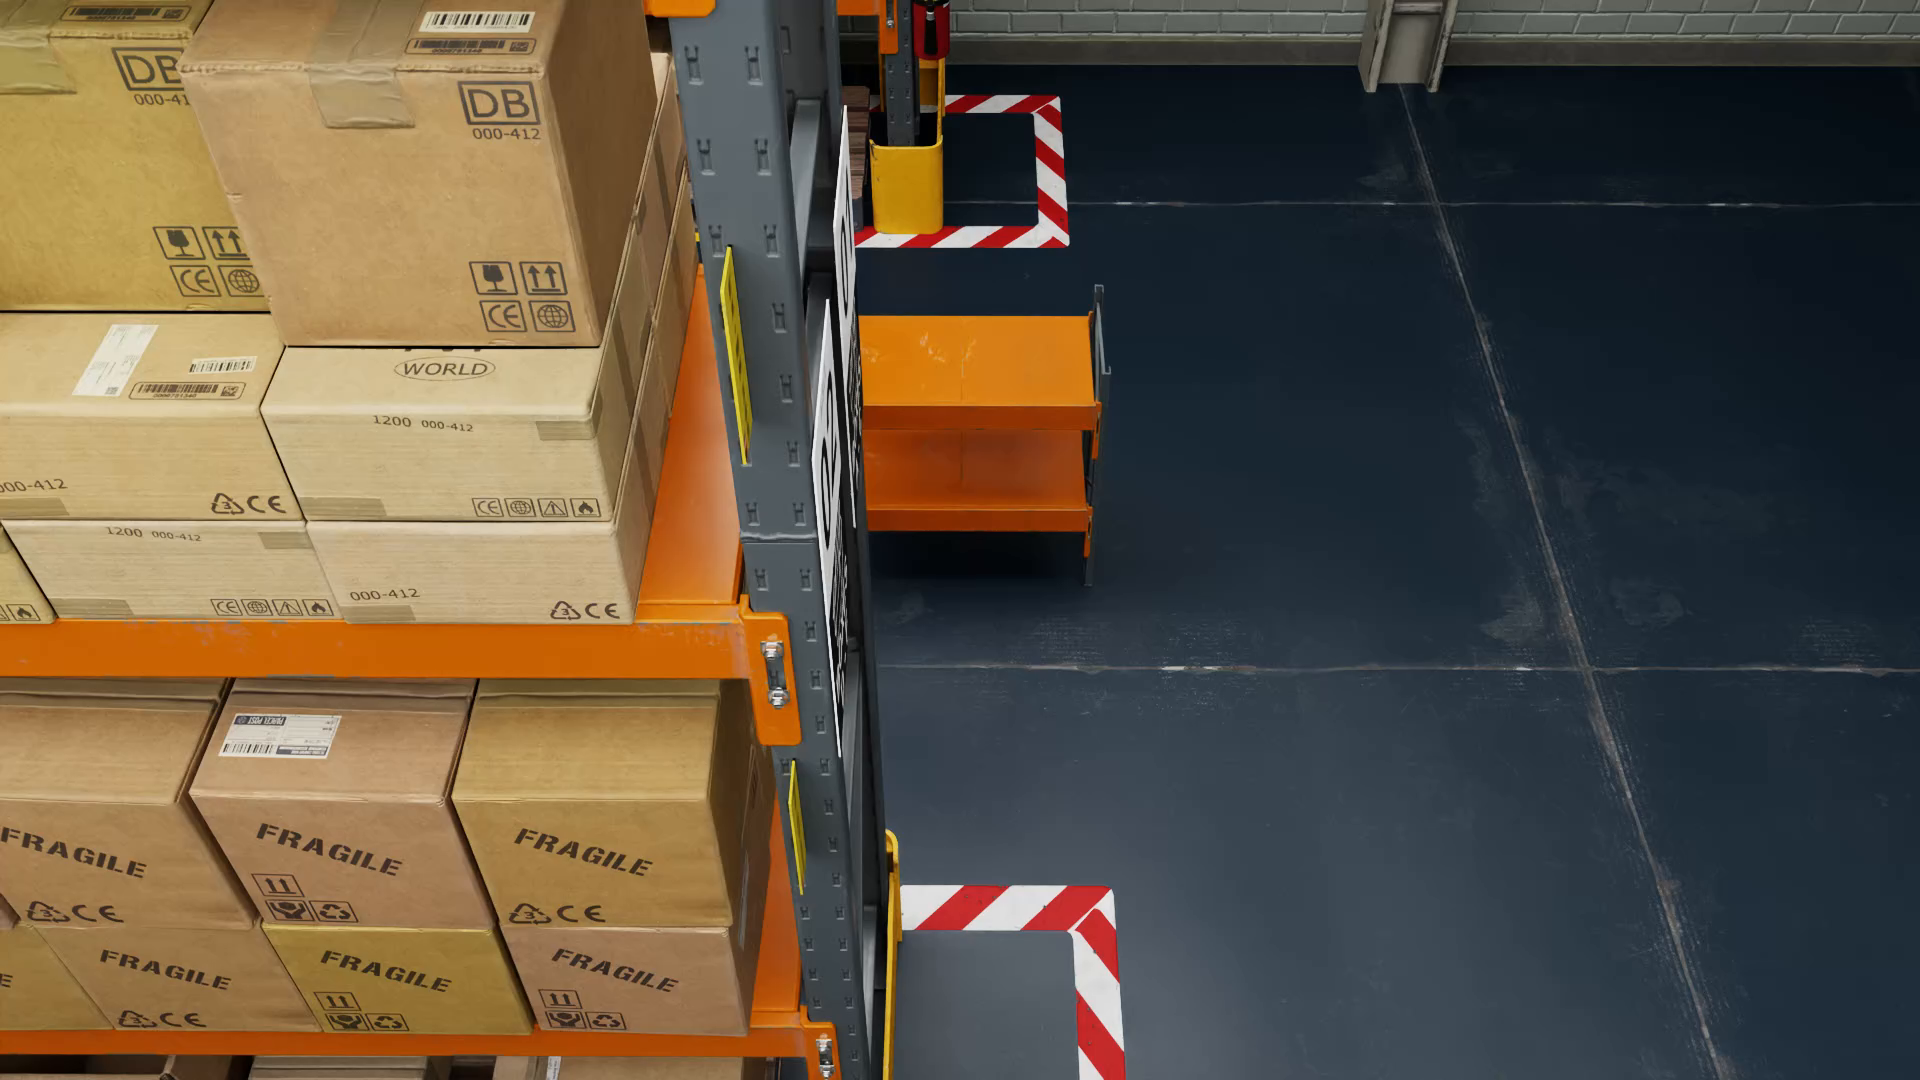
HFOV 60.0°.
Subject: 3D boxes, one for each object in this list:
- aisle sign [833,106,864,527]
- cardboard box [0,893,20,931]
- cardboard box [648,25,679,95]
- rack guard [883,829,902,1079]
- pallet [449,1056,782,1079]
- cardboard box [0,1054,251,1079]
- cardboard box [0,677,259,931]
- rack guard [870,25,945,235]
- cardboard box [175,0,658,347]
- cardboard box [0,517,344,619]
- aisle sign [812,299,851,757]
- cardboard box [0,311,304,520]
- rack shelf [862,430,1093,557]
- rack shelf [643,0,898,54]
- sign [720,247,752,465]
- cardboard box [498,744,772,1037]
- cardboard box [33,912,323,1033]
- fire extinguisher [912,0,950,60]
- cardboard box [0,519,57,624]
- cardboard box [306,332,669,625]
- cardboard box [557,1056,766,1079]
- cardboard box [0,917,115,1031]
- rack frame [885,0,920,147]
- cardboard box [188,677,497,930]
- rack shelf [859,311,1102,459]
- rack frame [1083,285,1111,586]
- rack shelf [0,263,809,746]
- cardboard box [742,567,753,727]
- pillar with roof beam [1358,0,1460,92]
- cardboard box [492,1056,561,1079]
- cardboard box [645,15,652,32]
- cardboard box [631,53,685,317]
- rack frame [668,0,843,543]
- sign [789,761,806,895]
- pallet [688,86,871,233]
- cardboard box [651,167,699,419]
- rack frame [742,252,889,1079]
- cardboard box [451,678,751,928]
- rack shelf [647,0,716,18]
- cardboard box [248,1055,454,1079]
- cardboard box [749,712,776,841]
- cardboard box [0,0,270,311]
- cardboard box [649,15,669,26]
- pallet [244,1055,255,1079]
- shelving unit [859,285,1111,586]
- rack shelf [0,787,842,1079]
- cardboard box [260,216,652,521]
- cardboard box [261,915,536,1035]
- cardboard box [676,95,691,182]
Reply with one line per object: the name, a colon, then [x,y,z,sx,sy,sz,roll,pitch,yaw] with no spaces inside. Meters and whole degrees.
aisle sign: [-0.225,-0.439,3.415,0.004,0.787,0.394,0,47,0]
cardboard box: [-2.278,0.486,3.578,0.500,0.500,0.500,1,47,1]
cardboard box: [-1.365,-2.273,7.875,0.250,0.149,0.380,1,47,1]
rack guard: [-0.371,1.513,5.081,0.348,0.500,1.175,0,47,0]
pallet: [-1.168,1.610,5.189,1.213,0.211,1.003,0,47,0]
cardboard box: [-2.416,1.352,4.928,0.637,0.503,0.797,0,47,0]
cardboard box: [-1.764,0.488,3.576,0.500,0.500,0.500,1,47,1]
rack guard: [-0.256,-2.113,8.456,0.348,0.500,1.175,0,47,0]
cardboard box: [-0.808,-0.725,2.656,0.500,0.500,0.700,0,47,0]
cardboard box: [-1.309,-0.128,2.954,0.500,0.250,0.500,0,47,0]
aisle sign: [-0.228,0.000,3.006,0.004,0.787,0.394,0,47,0]
cardboard box: [-1.309,-0.296,2.769,0.500,0.250,0.500,0,47,0]
rack shelf: [0.007,-0.217,6.598,1.000,0.278,0.538,0,47,0]
rack shelf: [-2.280,-2.725,7.810,4.000,0.370,1.077,0,47,0]
sign: [-0.317,-0.256,2.366,0.005,0.325,0.100,0,47,0]
cardboard box: [-0.744,0.825,3.945,0.500,0.500,0.500,1,47,1]
cardboard box: [-1.761,0.821,3.949,0.500,0.500,0.500,0,47,0]
fire extinguisher: [-0.131,-2.473,7.391,0.183,0.674,0.296,0,47,0]
cardboard box: [-1.809,-0.119,2.946,0.500,0.250,0.500,0,47,0]
cardboard box: [-0.809,-0.118,2.945,0.500,0.250,0.500,0,47,0]
cardboard box: [-0.839,1.542,4.754,0.500,0.500,0.500,0,47,0]
cardboard box: [-2.265,0.819,3.951,0.500,0.500,0.500,0,47,0]
rack frame: [-0.280,-2.965,7.541,0.127,3.000,1.000,0,47,0]
cardboard box: [-1.246,0.486,3.578,0.500,0.500,0.500,1,47,1]
rack shelf: [0.007,-0.583,6.205,1.000,0.278,0.538,0,47,0]
rack frame: [0.515,-0.382,6.418,0.032,1.125,0.500,0,47,0]
rack shelf: [-2.295,-0.121,3.337,4.000,0.370,1.077,0,47,0]
cardboard box: [-0.737,0.092,3.944,0.500,0.500,0.500,1,47,1]
pillar with roof beam: [2.407,-2.484,2.995,0.400,9.000,9.100,0,47,0]
cardboard box: [-1.244,1.588,4.938,0.250,0.166,0.380,0,47,0]
cardboard box: [-1.611,-2.554,8.136,0.250,0.149,0.380,1,47,0]
cardboard box: [-0.807,-0.672,3.119,0.500,0.250,0.500,0,47,0]
rack frame: [-0.295,-1.383,1.970,0.127,3.000,1.000,0,47,0]
sign: [-0.317,0.565,3.249,0.005,0.325,0.100,0,47,0]
pallet: [-1.080,-1.960,8.511,1.213,0.211,1.003,0,47,0]
cardboard box: [-0.807,-0.497,3.298,0.500,0.250,0.500,0,47,0]
rack frame: [-0.295,0.661,4.166,0.127,3.000,1.000,0,47,0]
cardboard box: [-0.741,0.486,3.577,0.500,0.500,0.500,0,47,0]
rack shelf: [-2.295,-1.142,2.240,4.000,0.370,1.077,0,47,0]
cardboard box: [-1.789,1.602,4.868,0.500,0.250,0.500,0,47,0]
cardboard box: [-0.737,0.433,4.310,0.500,0.500,0.500,1,47,1]
cardboard box: [-1.308,-0.788,2.715,0.500,0.500,0.700,0,47,0]
cardboard box: [-1.361,-2.553,8.135,0.250,0.149,0.380,0,47,0]
pallet: [-2.385,1.604,5.194,1.213,0.211,1.003,0,47,0]
shelving unit: [0.007,-0.383,6.419,1.048,1.125,0.538,0,47,0]
rack shelf: [-2.295,0.901,4.435,4.000,0.370,1.077,0,47,0]
cardboard box: [-0.809,-0.295,2.768,0.500,0.250,0.500,0,47,0]
cardboard box: [-1.262,0.826,3.944,0.500,0.500,0.500,1,47,0]
cardboard box: [-1.481,-2.186,8.237,0.500,0.500,0.700,0,47,0]
